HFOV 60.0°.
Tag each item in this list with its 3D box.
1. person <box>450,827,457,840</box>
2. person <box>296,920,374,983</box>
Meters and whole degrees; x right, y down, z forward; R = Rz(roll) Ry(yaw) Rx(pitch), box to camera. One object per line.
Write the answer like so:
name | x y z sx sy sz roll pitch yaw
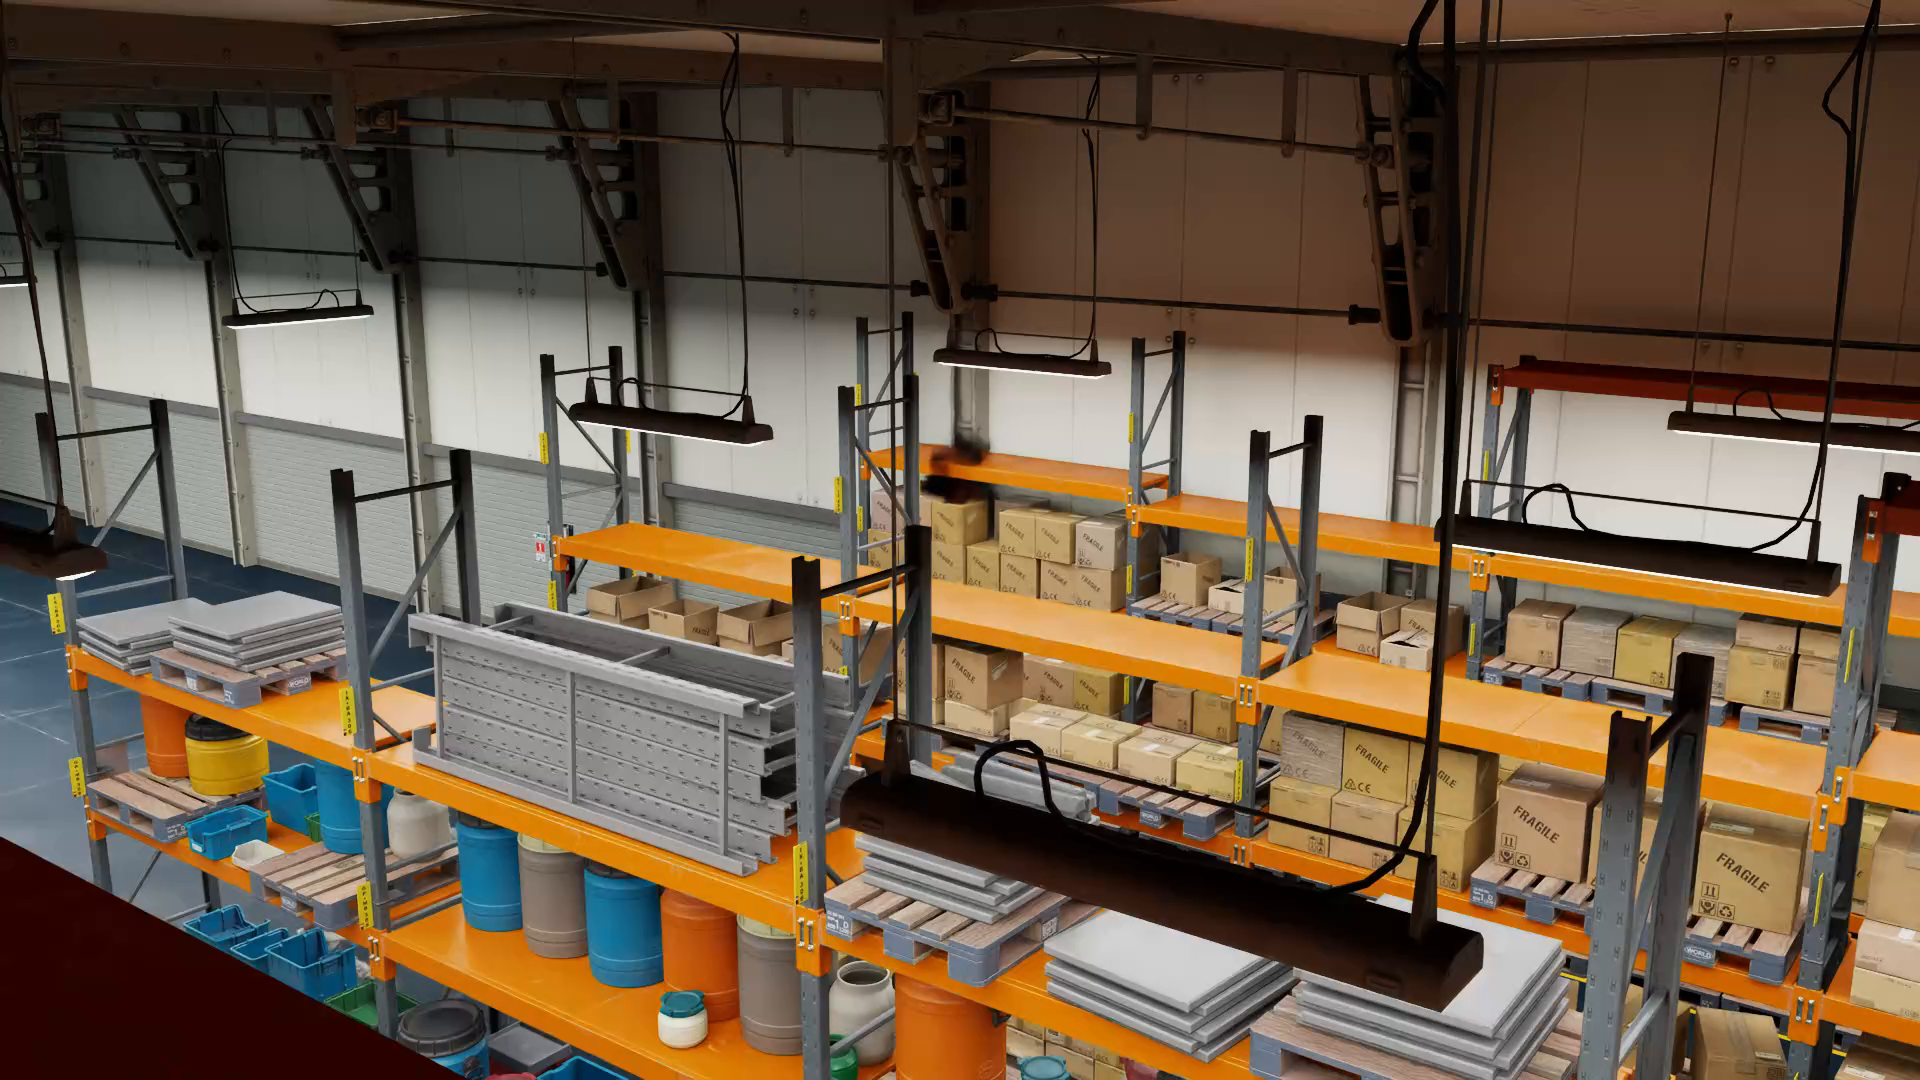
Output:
person | -5.992 2.924 18.734 0.711 1.750 0.731 -5 14 -21
person | -5.887 3.687 15.607 0.643 1.767 0.713 2 13 9
